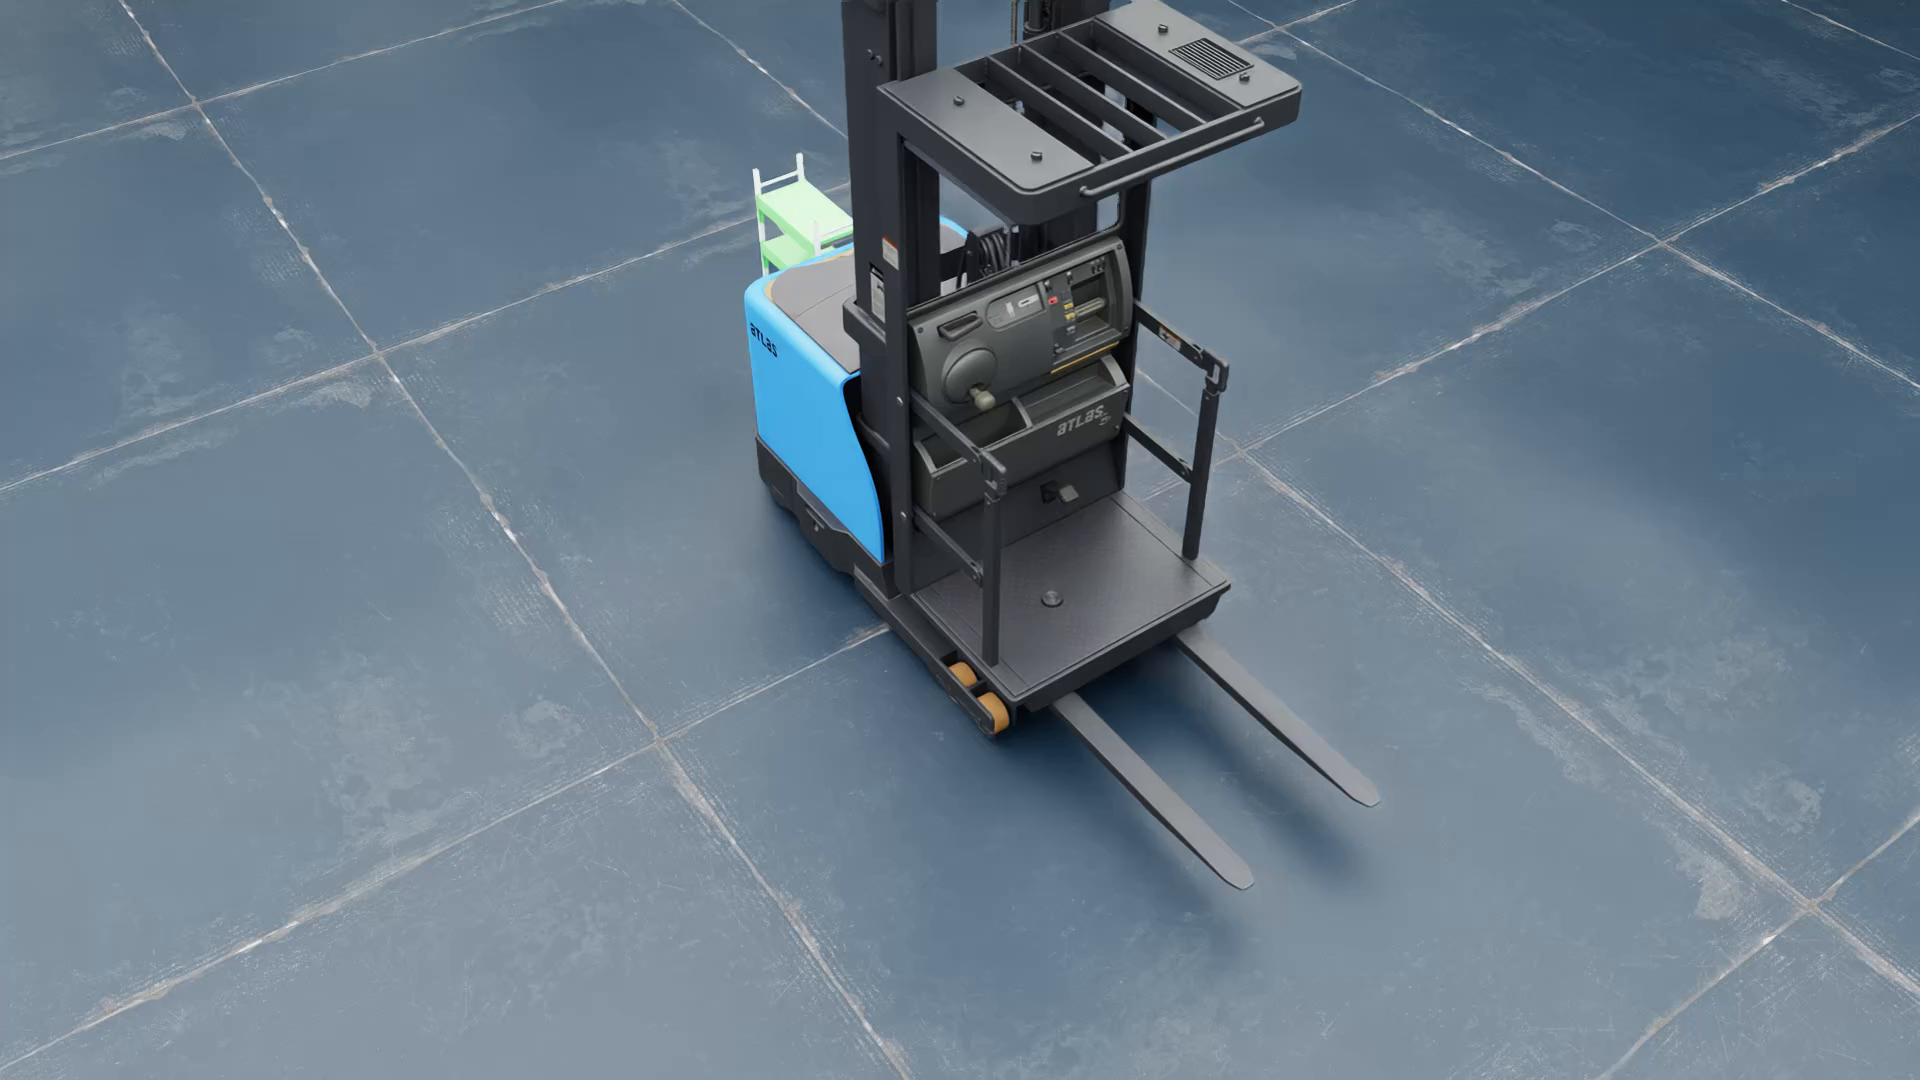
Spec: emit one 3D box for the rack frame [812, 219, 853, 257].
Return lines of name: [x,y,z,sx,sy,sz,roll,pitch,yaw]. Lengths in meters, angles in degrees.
rack frame: [-0.509,-0.932,7.348,0.240,1.200,0.015,-26,49,-25]

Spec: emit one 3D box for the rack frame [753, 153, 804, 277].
rack frame: [-0.792,-1.207,7.636,0.240,1.200,0.015,-26,49,-25]

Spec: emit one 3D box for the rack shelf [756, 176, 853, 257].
rack shelf: [-0.650,-1.370,7.205,0.258,0.148,0.480,-26,49,-25]

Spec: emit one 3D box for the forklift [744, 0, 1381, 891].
forklift: [0.362,-0.689,5.841,1.130,2.935,3.031,-26,49,-25]

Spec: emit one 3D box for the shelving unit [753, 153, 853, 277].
shelving unit: [-0.650,-1.069,7.492,0.258,1.200,0.503,-26,49,-25]

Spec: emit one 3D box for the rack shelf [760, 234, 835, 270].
rack shelf: [-0.650,-1.197,7.371,0.258,0.148,0.480,-26,49,-25]
